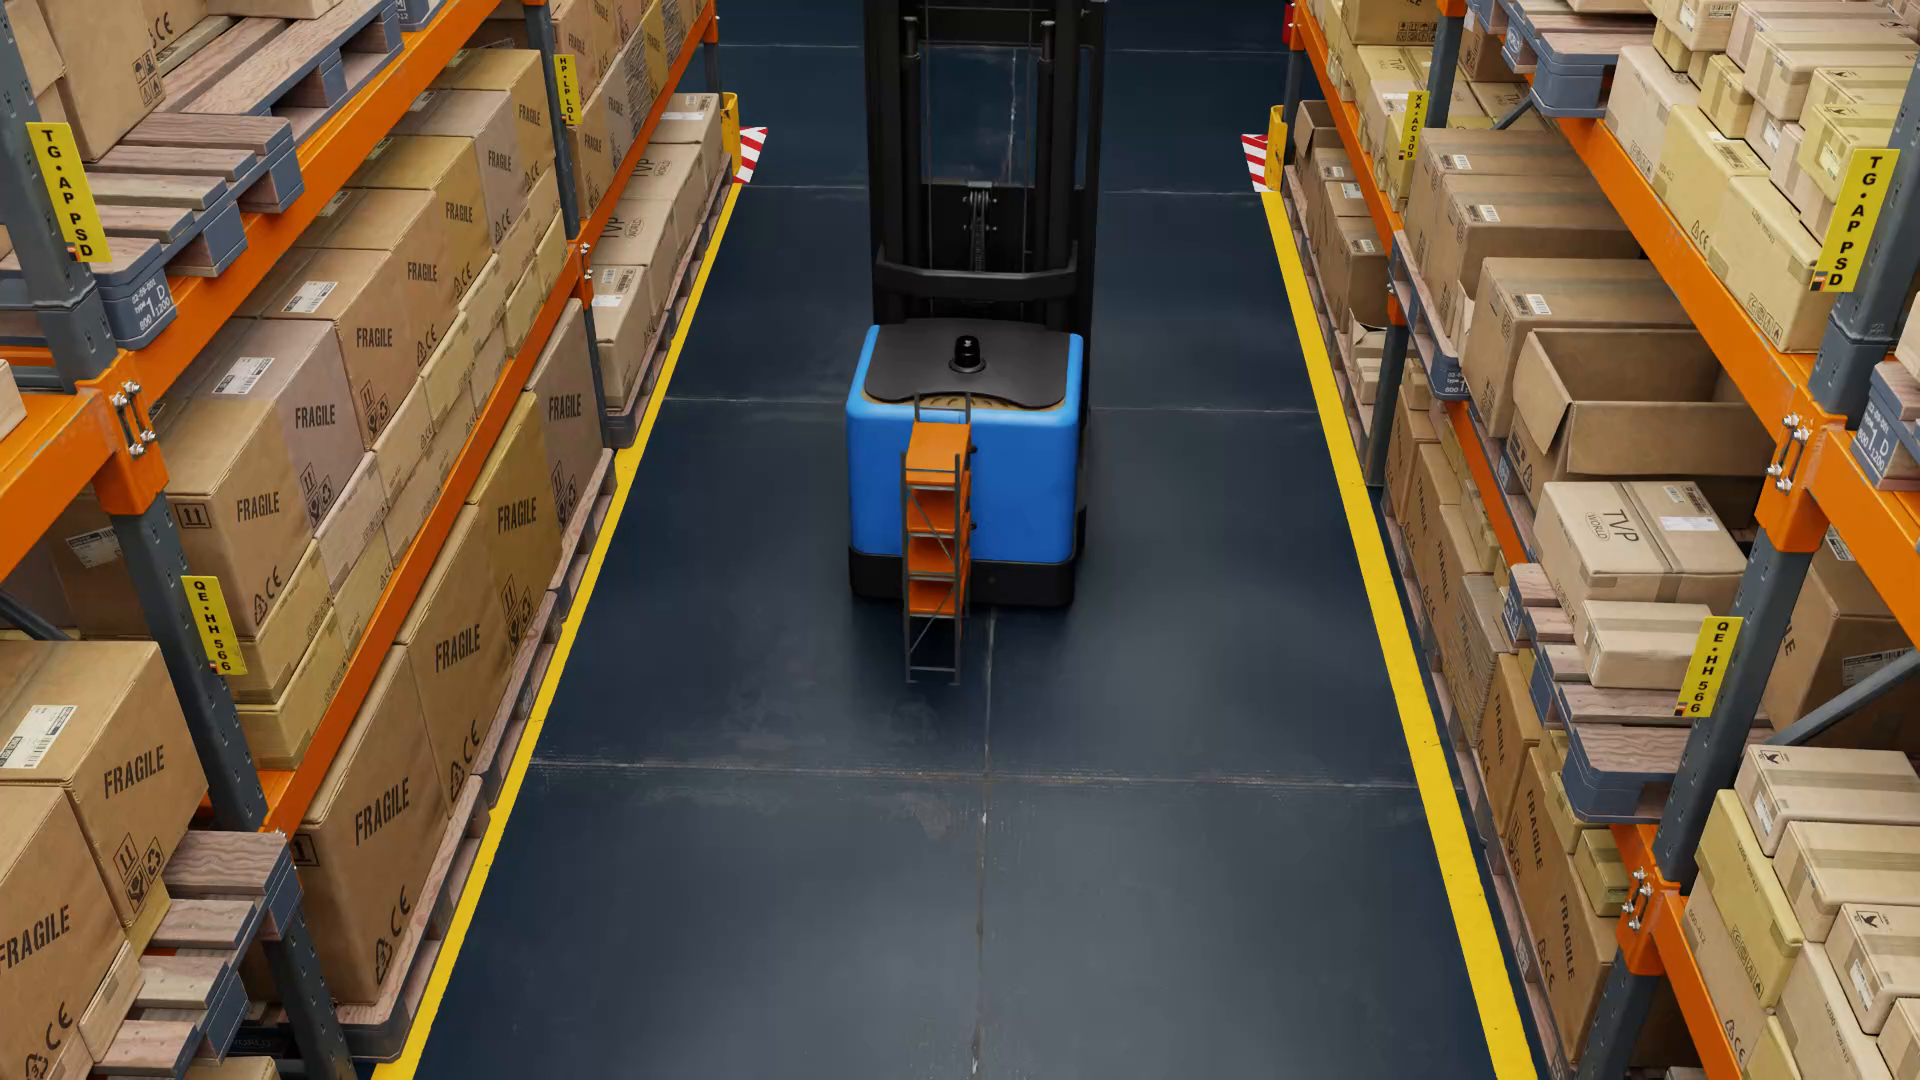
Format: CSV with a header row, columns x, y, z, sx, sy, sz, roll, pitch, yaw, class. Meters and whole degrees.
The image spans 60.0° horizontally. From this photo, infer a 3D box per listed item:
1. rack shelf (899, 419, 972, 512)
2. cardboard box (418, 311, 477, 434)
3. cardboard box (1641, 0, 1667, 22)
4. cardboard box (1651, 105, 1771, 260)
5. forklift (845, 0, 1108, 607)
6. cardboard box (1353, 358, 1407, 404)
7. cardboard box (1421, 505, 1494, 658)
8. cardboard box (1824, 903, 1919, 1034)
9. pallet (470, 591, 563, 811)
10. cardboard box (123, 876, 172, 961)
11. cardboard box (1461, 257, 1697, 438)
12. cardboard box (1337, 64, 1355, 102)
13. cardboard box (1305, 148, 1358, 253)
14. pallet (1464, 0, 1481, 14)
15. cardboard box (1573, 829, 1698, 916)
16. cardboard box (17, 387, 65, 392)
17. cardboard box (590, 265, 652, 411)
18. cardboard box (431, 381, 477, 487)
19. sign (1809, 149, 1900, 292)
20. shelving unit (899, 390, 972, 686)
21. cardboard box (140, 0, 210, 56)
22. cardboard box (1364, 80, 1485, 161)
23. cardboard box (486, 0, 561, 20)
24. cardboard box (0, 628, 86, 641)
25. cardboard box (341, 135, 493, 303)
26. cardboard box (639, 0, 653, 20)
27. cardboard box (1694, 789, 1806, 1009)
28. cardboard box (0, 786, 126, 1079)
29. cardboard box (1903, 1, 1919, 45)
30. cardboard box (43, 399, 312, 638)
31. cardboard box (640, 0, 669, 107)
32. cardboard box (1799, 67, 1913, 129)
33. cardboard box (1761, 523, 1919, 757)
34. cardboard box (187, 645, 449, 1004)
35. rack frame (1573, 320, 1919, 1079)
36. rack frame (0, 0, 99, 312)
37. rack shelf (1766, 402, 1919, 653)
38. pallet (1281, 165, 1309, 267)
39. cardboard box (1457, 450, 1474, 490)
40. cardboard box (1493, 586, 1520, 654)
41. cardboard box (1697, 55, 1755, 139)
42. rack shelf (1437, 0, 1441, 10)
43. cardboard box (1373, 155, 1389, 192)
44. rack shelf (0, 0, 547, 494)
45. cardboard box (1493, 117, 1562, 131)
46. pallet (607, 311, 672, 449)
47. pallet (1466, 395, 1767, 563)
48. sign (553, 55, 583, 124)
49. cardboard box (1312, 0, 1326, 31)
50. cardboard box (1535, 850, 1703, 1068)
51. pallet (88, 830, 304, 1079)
x,y,z,sx,sy,sz,roll,pitch,yaw,class
-0.098,-0.318,6.975,0.258,0.148,0.480,3,35,4,rack shelf
-2.153,-0.641,6.249,0.500,0.250,0.500,2,35,3,cardboard box
2.222,-1.626,4.871,0.380,0.149,0.250,1,35,2,cardboard box
2.249,-0.981,4.558,0.500,0.250,0.500,1,35,2,cardboard box
0.135,-1.720,8.148,1.130,2.935,3.031,3,35,4,forklift
2.341,-0.856,8.973,0.380,0.149,0.250,0,35,0,cardboard box
2.332,0.193,7.176,0.500,0.500,0.500,0,35,0,cardboard box
2.150,0.946,3.644,0.380,0.149,0.250,2,35,3,cardboard box
-2.349,0.653,7.138,1.003,0.211,1.213,1,35,2,pallet
-2.225,0.942,4.154,0.380,0.149,0.250,2,35,3,cardboard box
2.317,-0.715,6.207,0.700,0.500,0.500,1,35,2,cardboard box
2.394,-2.646,9.624,0.380,0.149,0.250,2,35,3,cardboard box
2.580,-2.131,10.483,0.700,0.500,0.500,3,35,4,cardboard box
2.516,-2.301,6.470,1.213,0.211,1.003,1,35,2,pallet
2.218,1.070,5.363,0.380,0.149,0.250,0,35,0,cardboard box
-2.736,-0.386,5.234,0.500,0.500,0.500,2,35,3,cardboard box
-2.215,-1.118,9.095,0.875,0.438,0.875,1,35,1,cardboard box
-2.191,-0.432,6.387,0.500,0.250,0.500,1,35,2,cardboard box
1.910,-0.678,3.548,0.100,0.325,0.005,1,35,2,sign
-0.098,0.004,7.201,0.258,1.200,0.503,3,35,4,shelving unit
-2.727,-1.797,5.138,0.500,0.500,0.500,2,35,2,cardboard box
2.394,-2.170,8.601,0.500,0.250,0.500,1,35,2,cardboard box
-2.076,-2.527,7.716,0.380,0.149,0.250,1,35,1,cardboard box
-2.743,0.235,5.003,0.500,0.250,0.500,1,35,2,cardboard box
-2.168,-1.235,6.443,0.500,0.500,0.500,2,35,3,cardboard box
-2.005,-3.228,9.278,0.500,0.500,0.500,1,35,2,cardboard box
2.165,0.880,4.085,0.500,0.250,0.500,1,35,2,cardboard box
-2.259,0.892,3.661,0.500,0.500,0.500,1,35,1,cardboard box
2.753,-1.323,4.441,0.380,0.149,0.250,2,35,3,cardboard box
-2.244,-0.066,4.778,0.500,0.500,0.500,0,35,0,cardboard box
-1.996,-2.811,9.554,0.500,0.500,0.500,2,35,3,cardboard box
2.286,-1.029,4.022,0.380,0.149,0.250,0,35,0,cardboard box
2.628,0.270,4.805,0.500,0.500,0.500,3,35,4,cardboard box
-2.397,0.964,5.752,0.875,0.875,0.875,1,35,1,cardboard box
2.452,0.774,4.539,1.000,3.000,0.127,1,35,2,rack frame
-2.508,-1.793,2.974,1.000,3.000,0.127,1,35,2,rack frame
2.371,0.991,2.249,1.077,0.370,4.000,1,35,2,rack shelf
2.739,-2.179,11.167,1.003,0.211,1.213,1,35,2,pallet
2.402,-0.272,7.273,0.380,0.149,0.250,1,35,1,cardboard box
2.300,0.309,6.446,0.380,0.149,0.250,0,35,0,cardboard box
2.258,-1.206,4.533,0.380,0.149,0.250,1,35,2,cardboard box
2.693,-3.606,8.789,1.077,0.370,4.000,1,35,2,rack shelf
2.348,-1.910,8.577,0.380,0.149,0.250,2,35,3,cardboard box
-2.428,-1.420,5.679,1.077,0.370,4.000,1,35,2,rack shelf
2.902,-1.862,8.163,0.500,0.250,0.500,1,35,1,cardboard box
-2.239,-0.930,9.390,1.003,0.211,1.213,1,35,2,pallet
2.525,-0.264,6.185,1.003,0.211,1.213,1,35,2,pallet
-1.805,-2.071,7.649,0.100,0.325,0.005,1,35,2,sign
2.465,-3.338,10.263,0.500,0.250,0.500,2,35,2,cardboard box
2.254,1.377,5.490,0.500,0.500,0.500,2,35,3,cardboard box
-2.430,1.152,4.168,1.213,0.211,1.003,1,35,2,pallet
